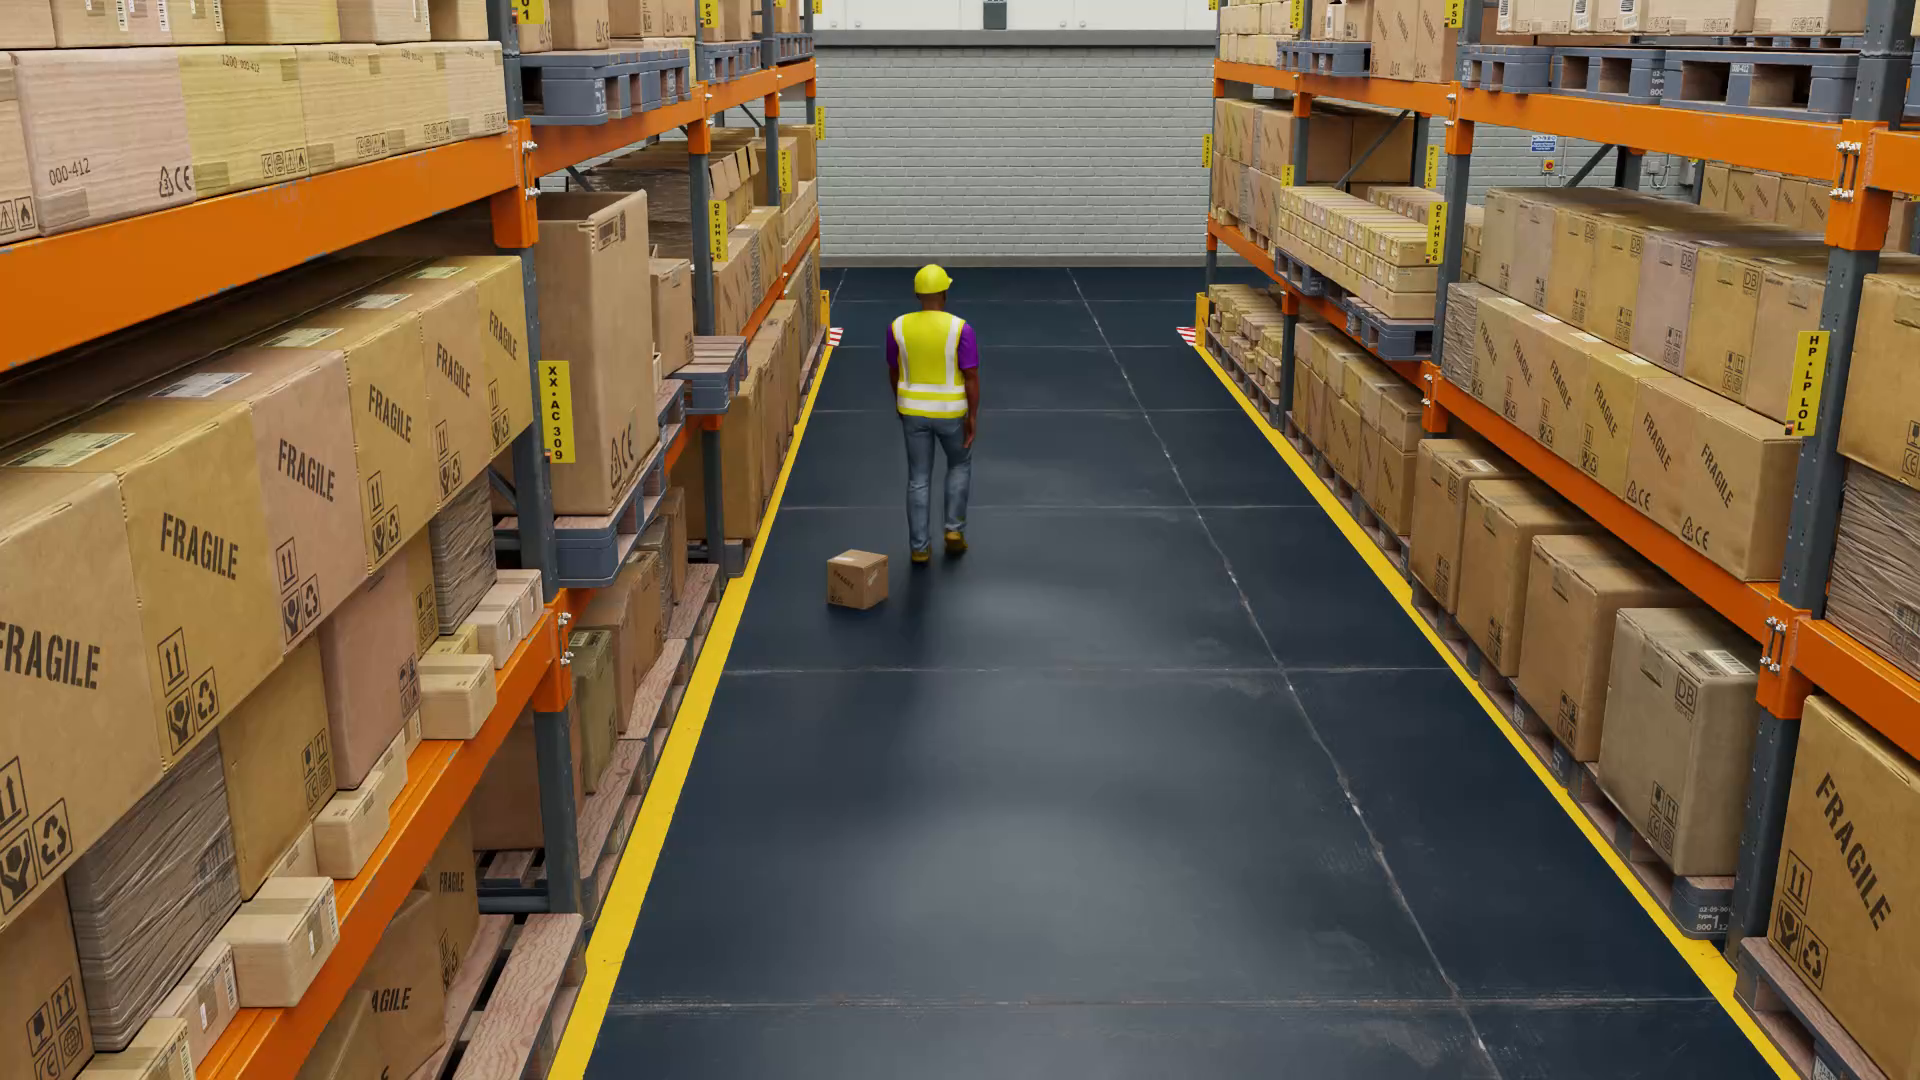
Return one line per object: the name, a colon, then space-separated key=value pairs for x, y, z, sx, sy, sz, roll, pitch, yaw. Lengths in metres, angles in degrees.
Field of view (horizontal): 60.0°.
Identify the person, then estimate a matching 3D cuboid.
person: x=-0.150 y=-0.735 z=9.957 sx=0.581 sy=1.830 sz=0.580 roll=3 pitch=17 yaw=9
